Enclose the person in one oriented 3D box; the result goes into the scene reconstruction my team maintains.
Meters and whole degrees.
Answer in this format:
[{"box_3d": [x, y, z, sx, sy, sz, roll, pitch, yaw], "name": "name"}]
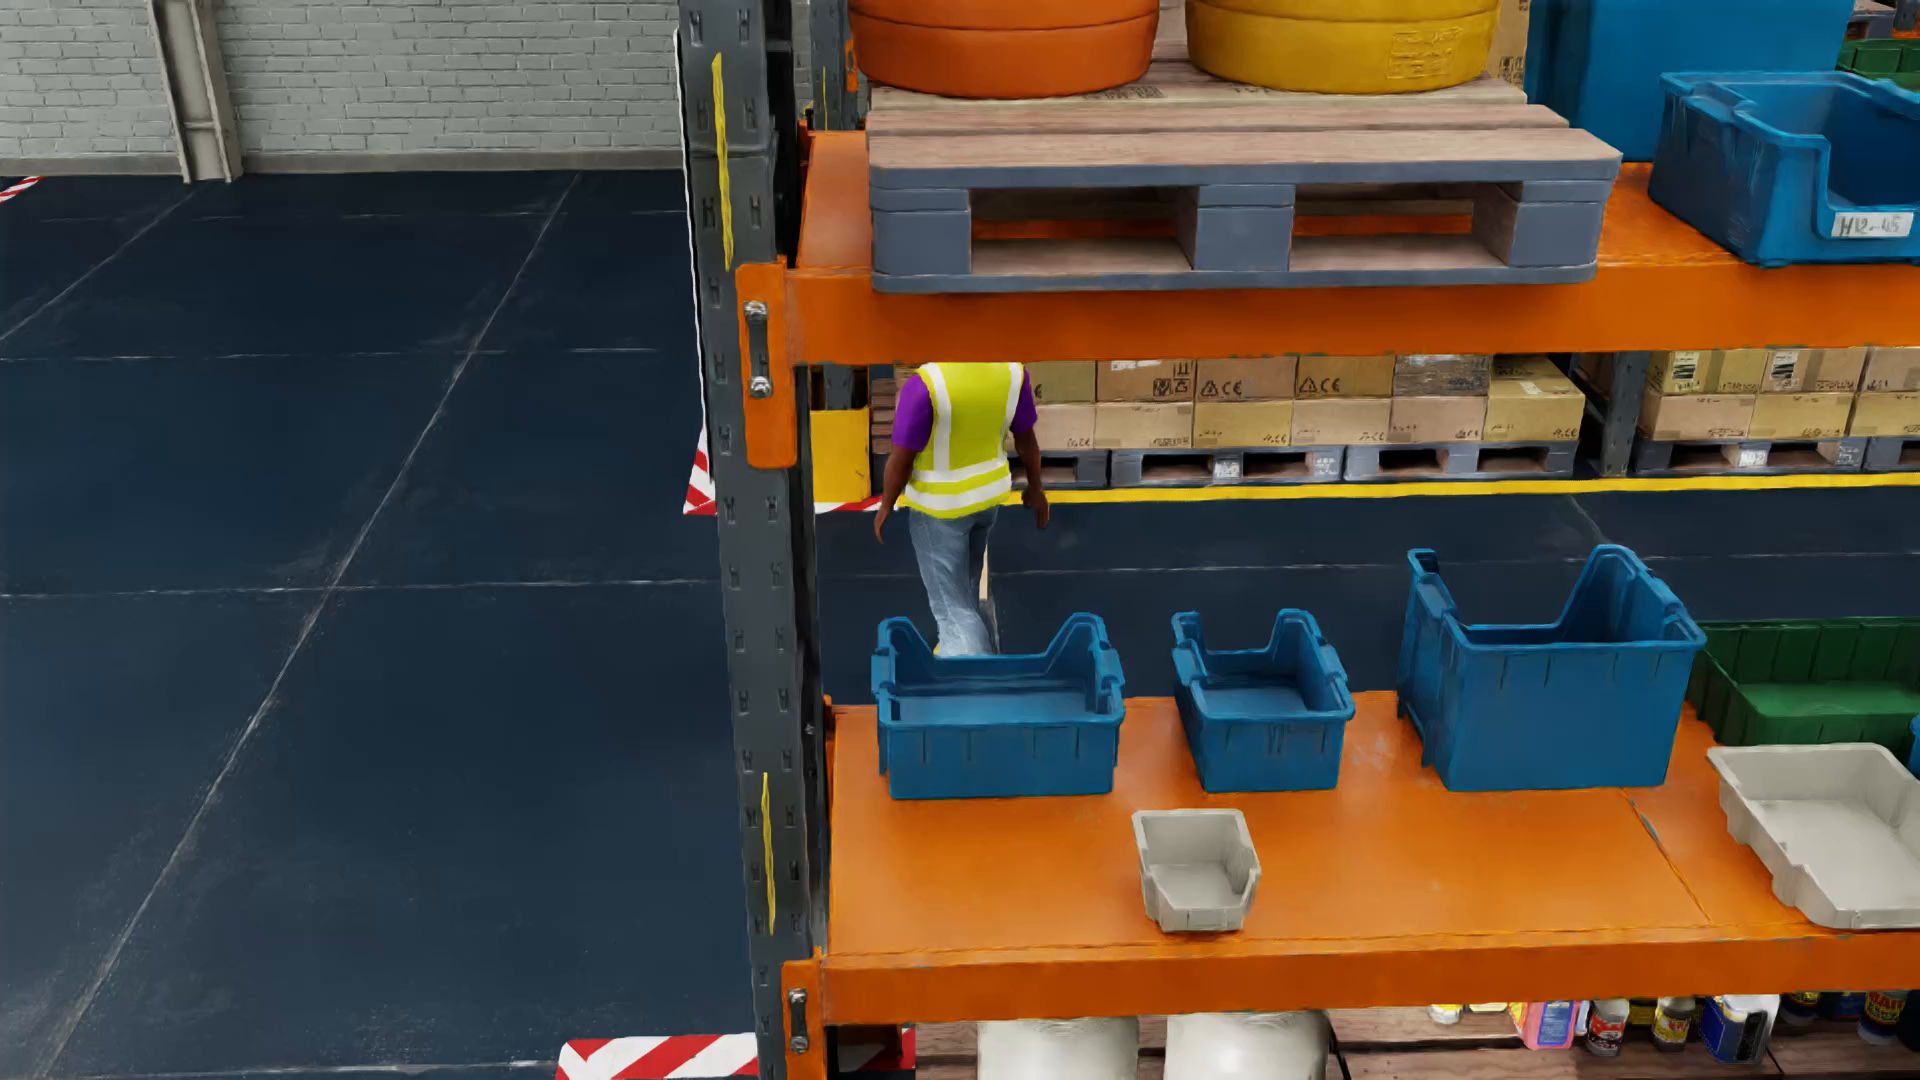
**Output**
[{"box_3d": [0.029, -0.149, 6.387, 0.681, 1.758, 0.682, -19, 33, -32], "name": "person"}]
